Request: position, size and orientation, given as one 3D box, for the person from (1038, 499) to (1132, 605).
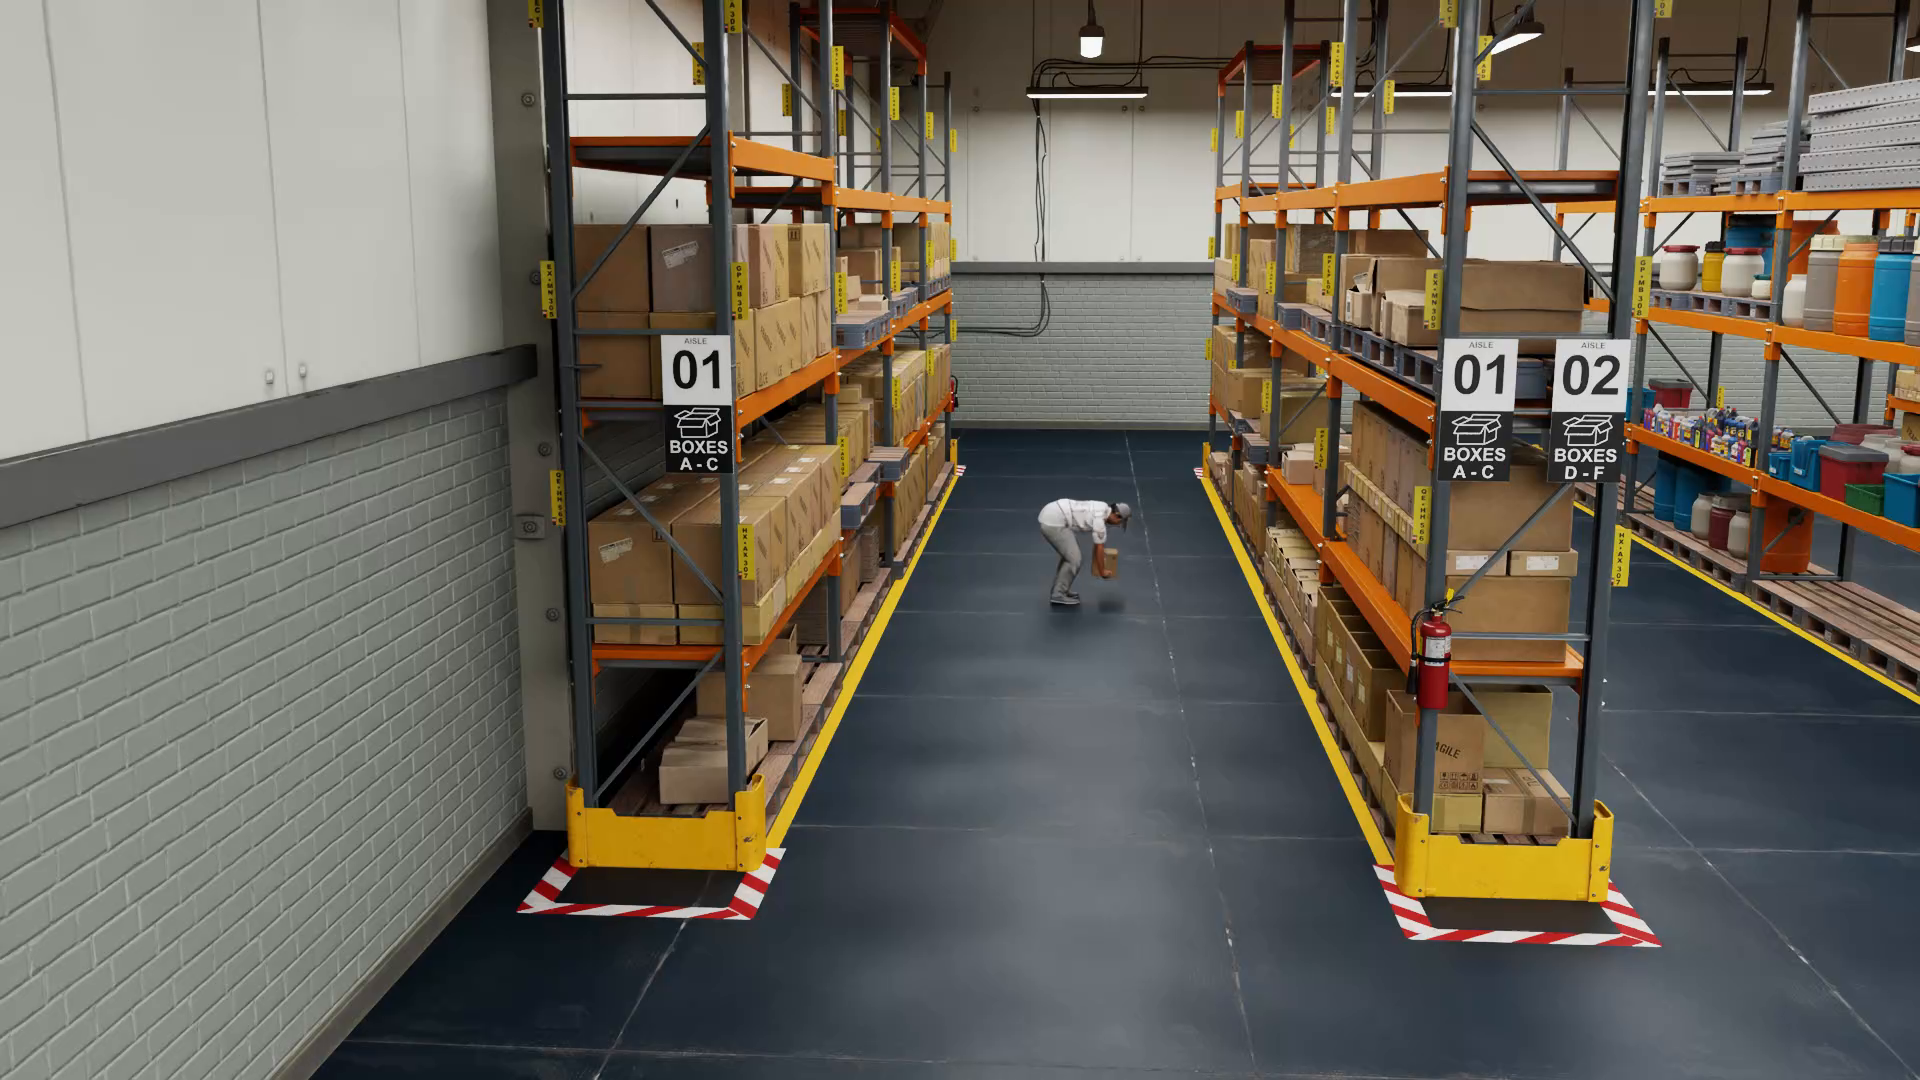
[{"bbox_3d":[1.272,0.109,16.977,0.952,1.058,0.478,0,11,2],"label":"person"}]
